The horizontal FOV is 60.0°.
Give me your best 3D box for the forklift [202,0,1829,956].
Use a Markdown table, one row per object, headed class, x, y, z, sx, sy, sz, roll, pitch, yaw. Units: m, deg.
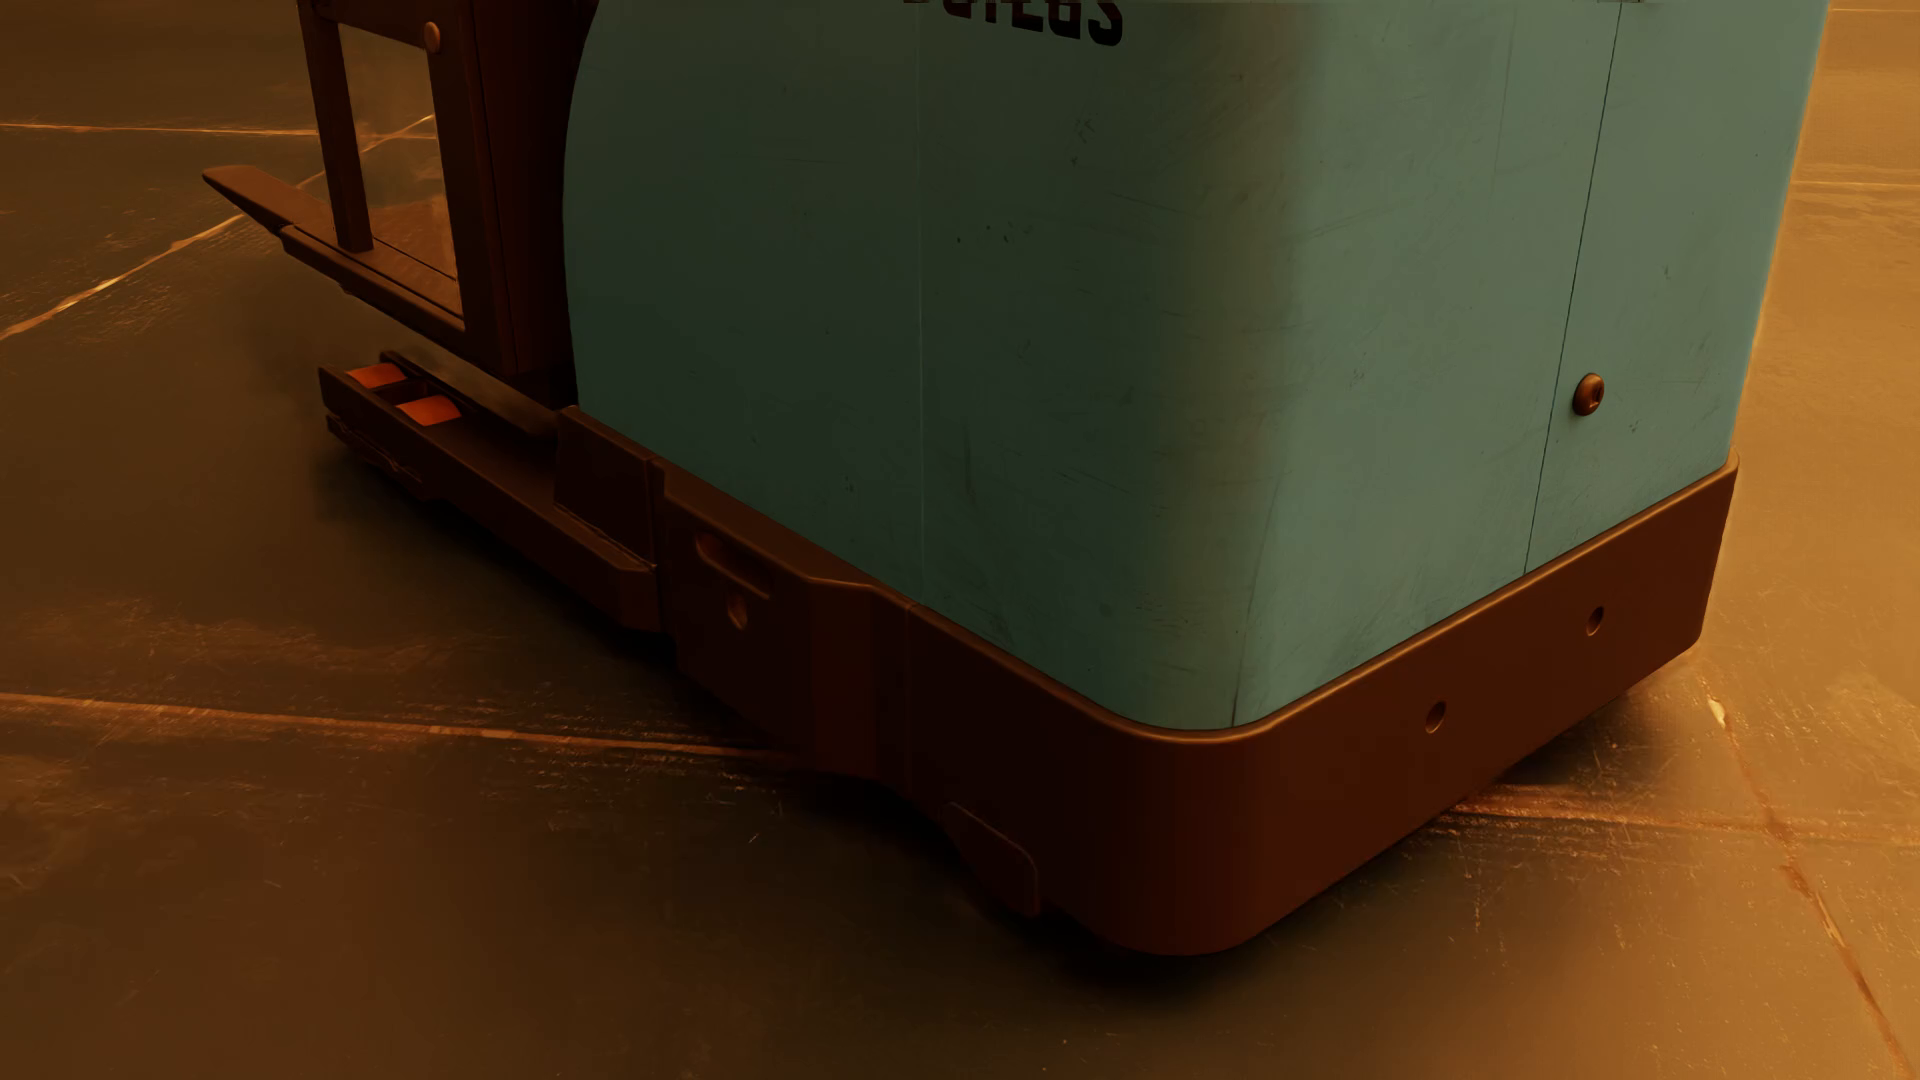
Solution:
| class | x | y | z | sx | sy | sz | roll | pitch | yaw |
| --- | --- | --- | --- | --- | --- | --- | --- | --- | --- |
| forklift | -0.399 | -1.501 | 2.226 | 1.130 | 2.935 | 3.031 | -21 | 33 | -36 |
